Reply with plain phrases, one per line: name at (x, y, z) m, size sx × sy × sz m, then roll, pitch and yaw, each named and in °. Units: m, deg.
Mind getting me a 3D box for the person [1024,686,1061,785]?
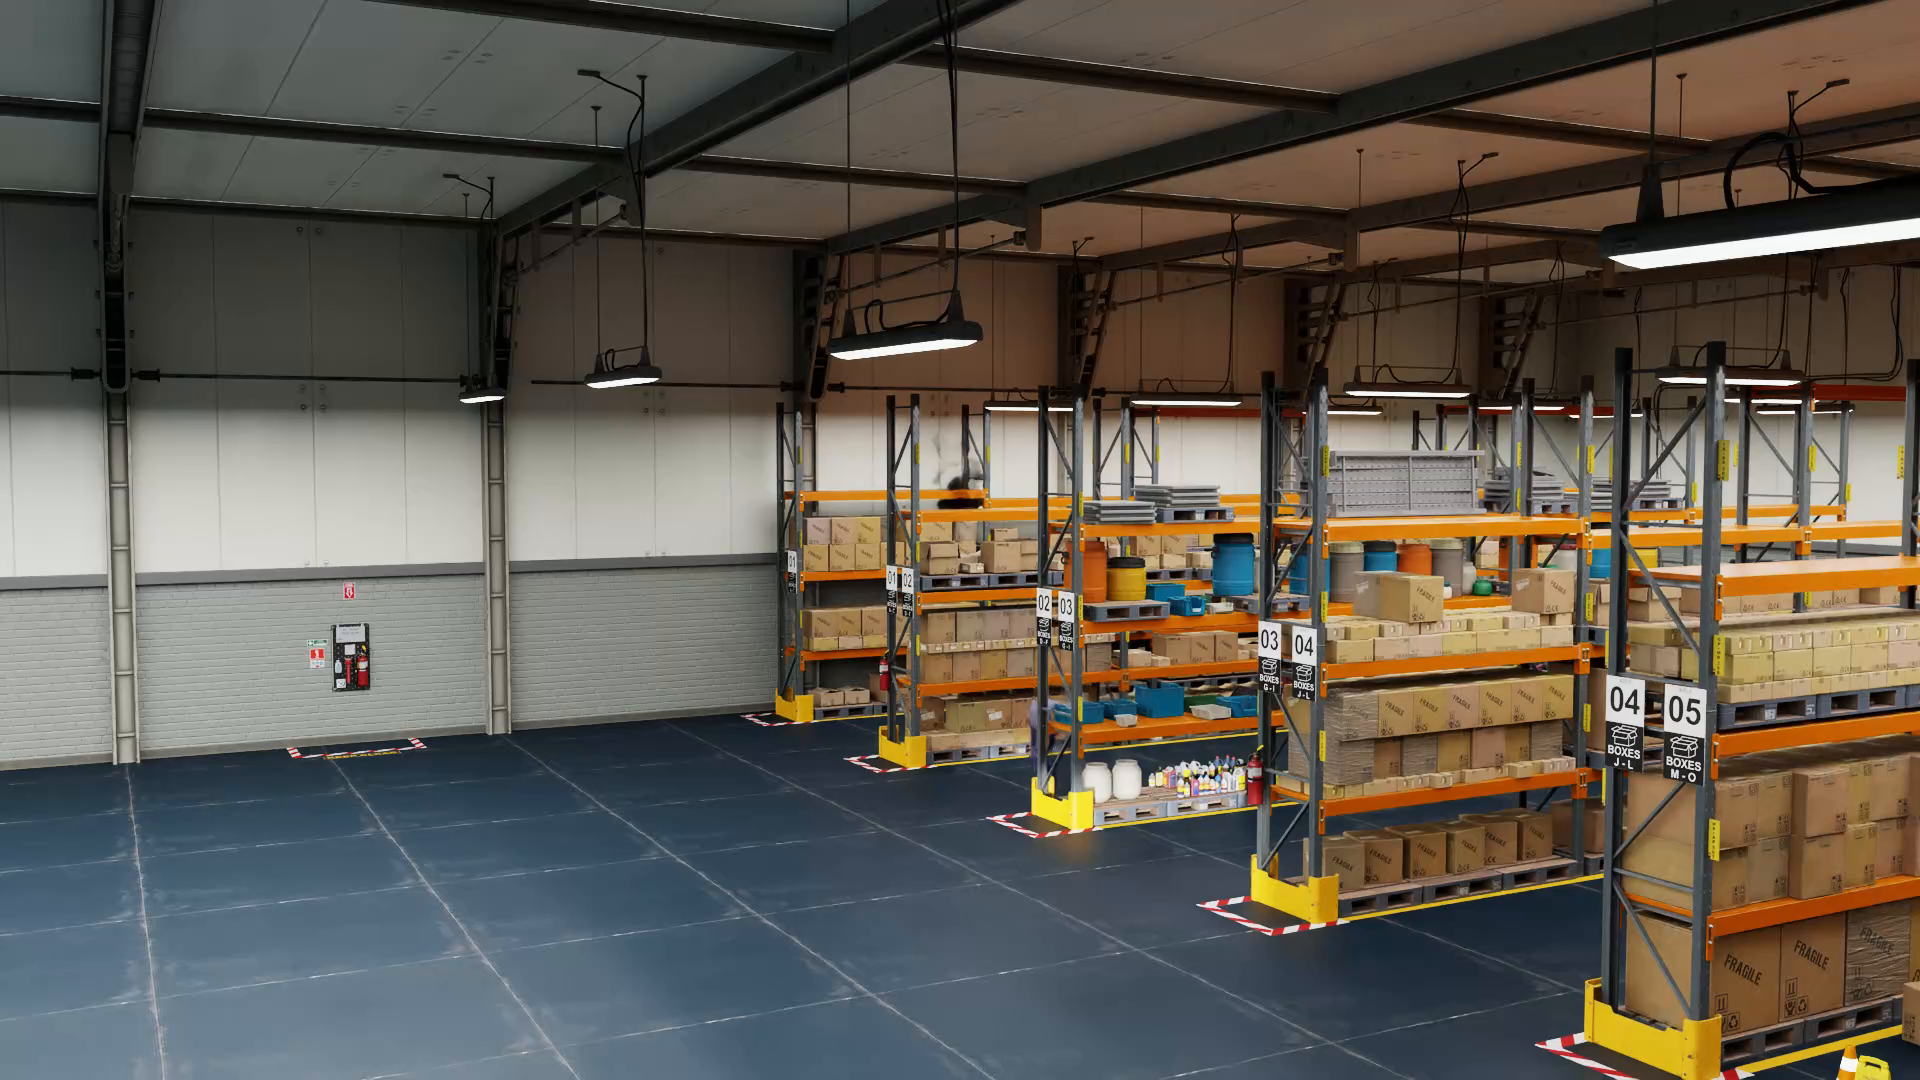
person at (1.221, 2.956, 24.757) m, size 0.688 × 1.654 × 0.578 m, roll -3°, pitch 4°, yaw -38°
